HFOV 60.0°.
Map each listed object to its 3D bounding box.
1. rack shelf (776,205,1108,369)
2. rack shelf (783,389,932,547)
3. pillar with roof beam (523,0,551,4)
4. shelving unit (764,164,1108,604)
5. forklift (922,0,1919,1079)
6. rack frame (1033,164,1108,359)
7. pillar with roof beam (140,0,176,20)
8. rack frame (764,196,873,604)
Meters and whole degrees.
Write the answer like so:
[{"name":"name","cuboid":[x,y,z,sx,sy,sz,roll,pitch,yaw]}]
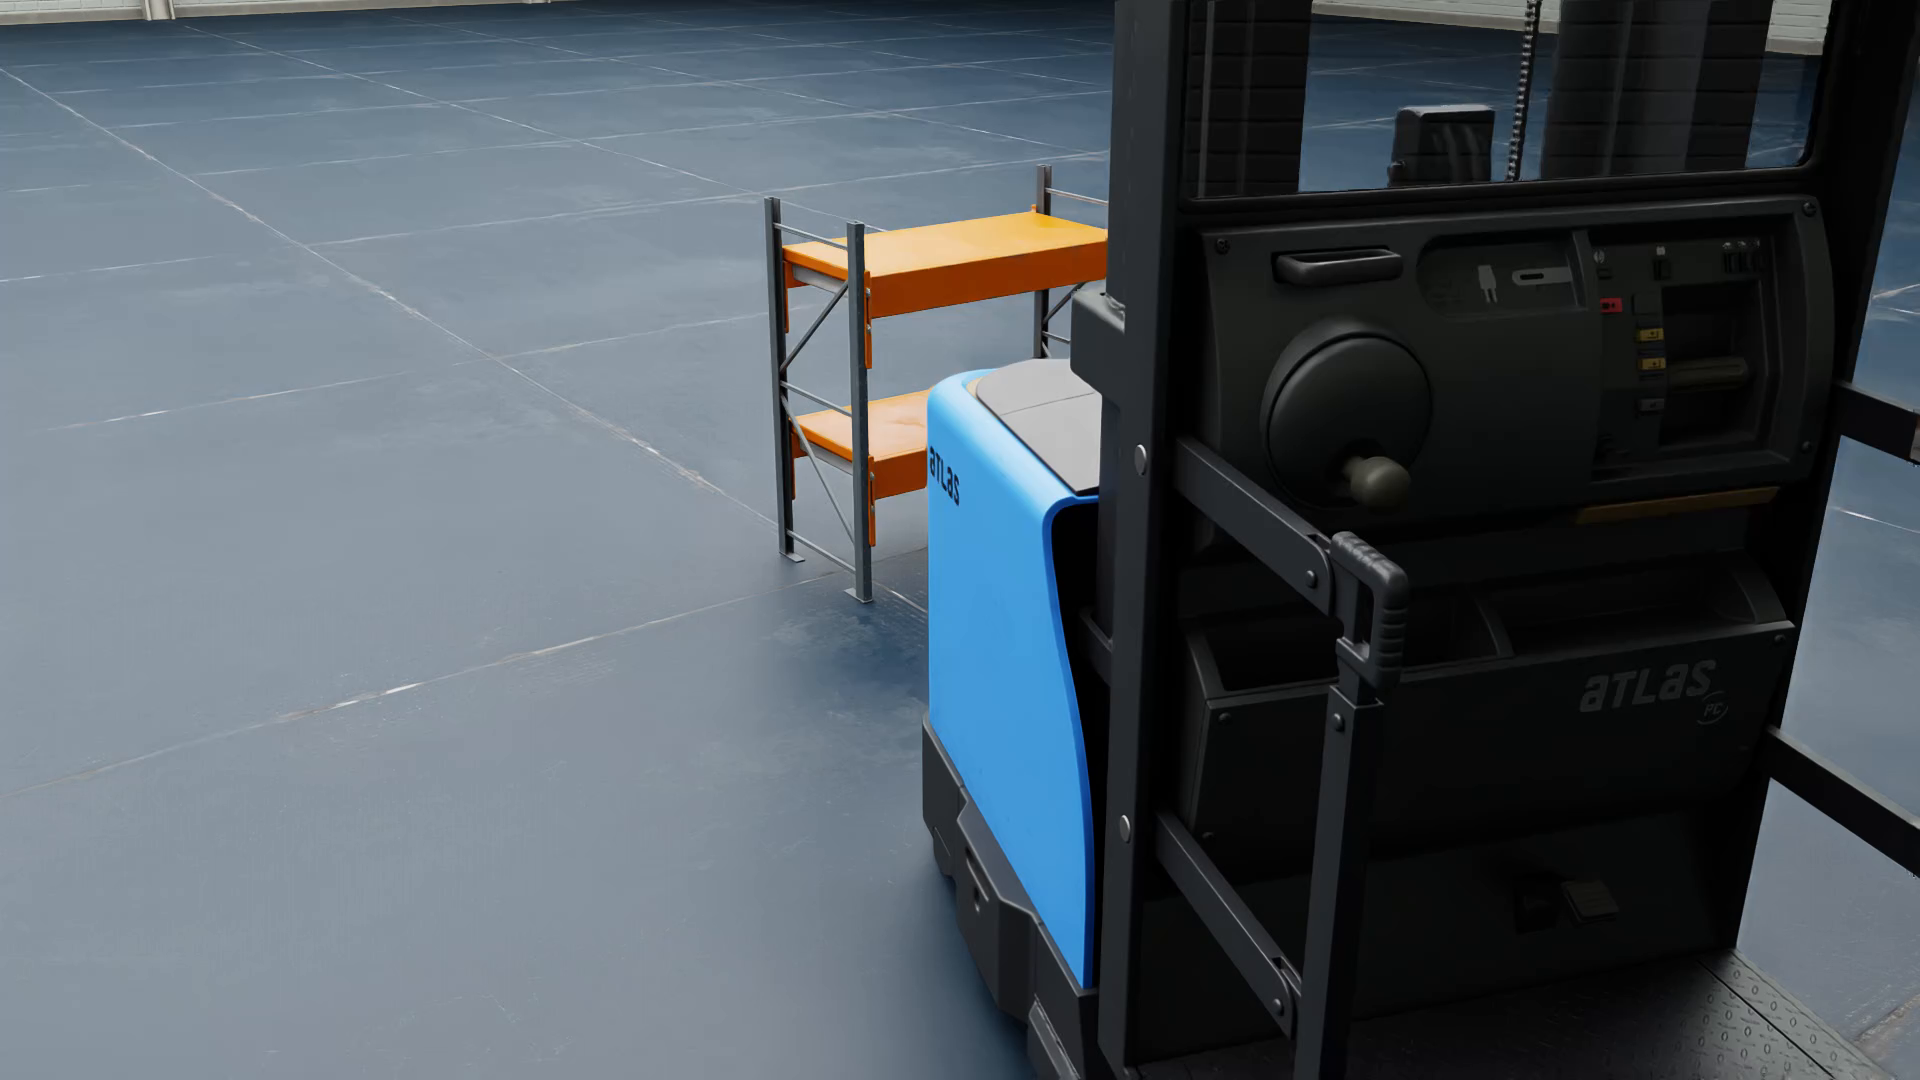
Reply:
[{"name":"rack shelf","cuboid":[-0.005,-0.793,5.076,1.000,0.278,0.538,-15,26,-33]},{"name":"rack shelf","cuboid":[-0.005,-0.294,5.275,1.000,0.278,0.538,-15,26,-33]},{"name":"pillar with roof beam","cuboid":[-4.715,-12.059,23.474,0.400,9.000,9.100,-15,26,-33]},{"name":"shelving unit","cuboid":[-0.005,-0.521,5.184,1.048,1.125,0.538,-15,26,-33]},{"name":"forklift","cuboid":[0.817,-0.229,2.014,1.130,2.935,3.031,-6,23,-15]},{"name":"rack frame","cuboid":[0.407,-0.631,5.460,0.032,1.125,0.500,-15,26,-33]},{"name":"pillar with roof beam","cuboid":[-9.585,-10.760,20.219,0.400,9.000,9.100,-15,26,-33]},{"name":"rack frame","cuboid":[-0.418,-0.411,4.908,0.032,1.125,0.500,-15,26,-33]}]
